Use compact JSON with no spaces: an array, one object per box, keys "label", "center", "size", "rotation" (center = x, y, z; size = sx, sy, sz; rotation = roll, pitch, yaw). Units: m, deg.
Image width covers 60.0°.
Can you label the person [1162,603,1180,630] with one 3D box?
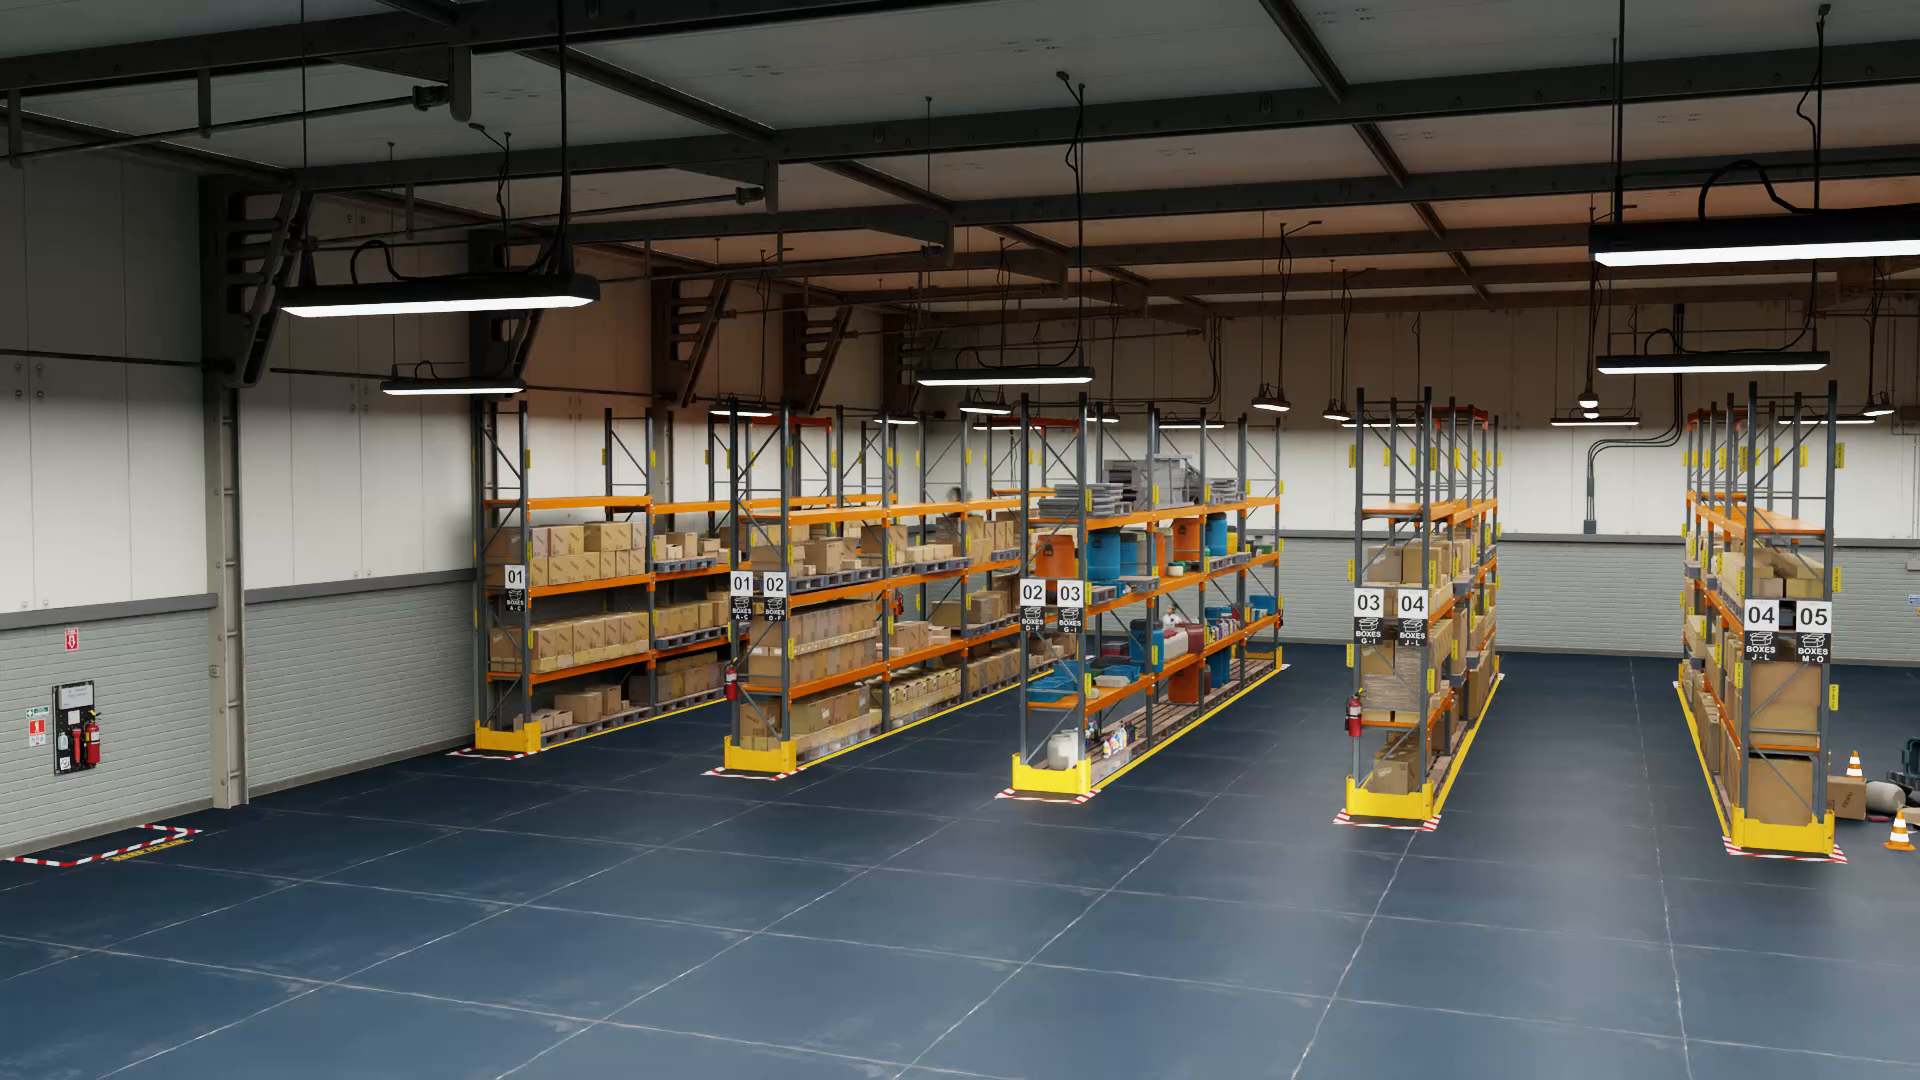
[{"label":"person","center":[4.905,2.299,38.818],"size":[0.537,1.673,0.958],"rotation":[1,3,23]}]
